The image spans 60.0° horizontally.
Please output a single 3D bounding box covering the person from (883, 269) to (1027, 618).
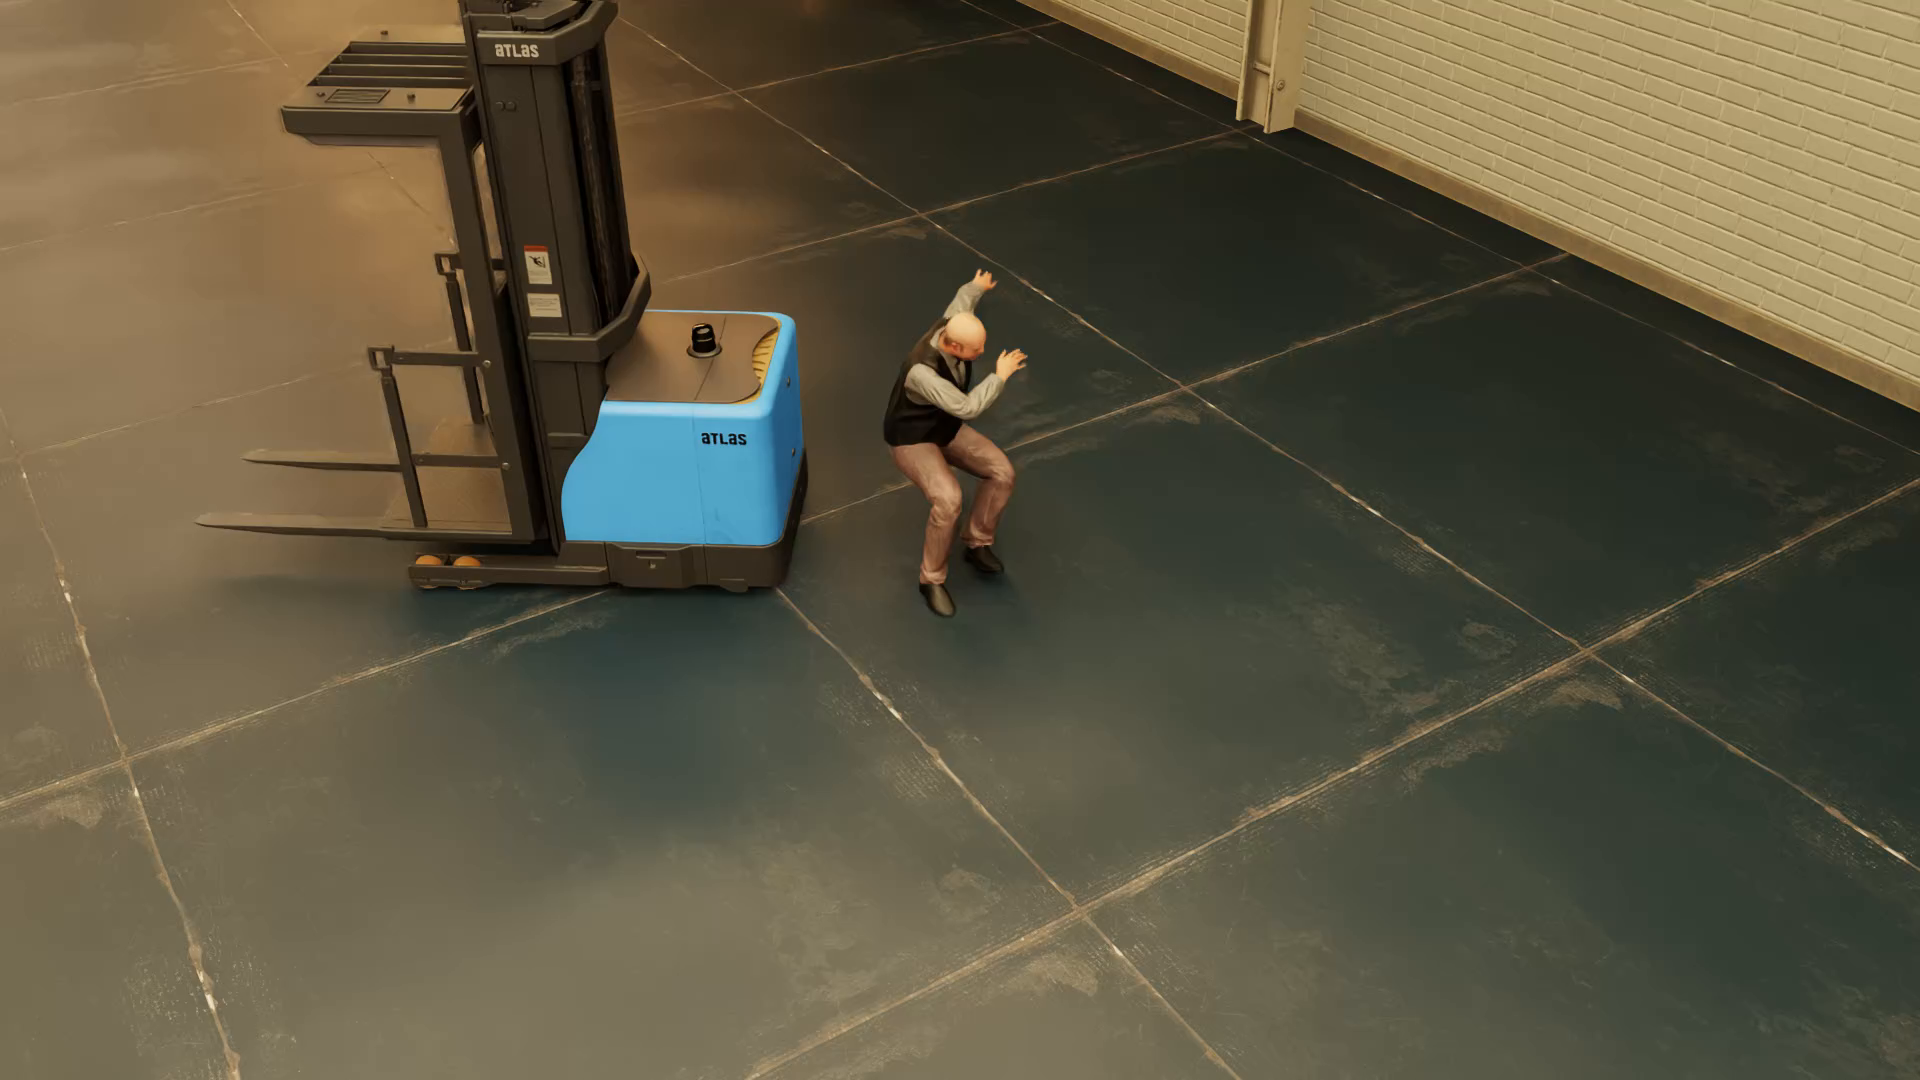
[{"bbox_3d":[0.045,-0.589,8.353,0.733,1.401,1.376,18,39,24],"label":"person"}]

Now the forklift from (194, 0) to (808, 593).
[{"bbox_3d":[-2.357,-1.251,7.928,3.031,2.935,1.130,2,35,2],"label":"forklift"}]
